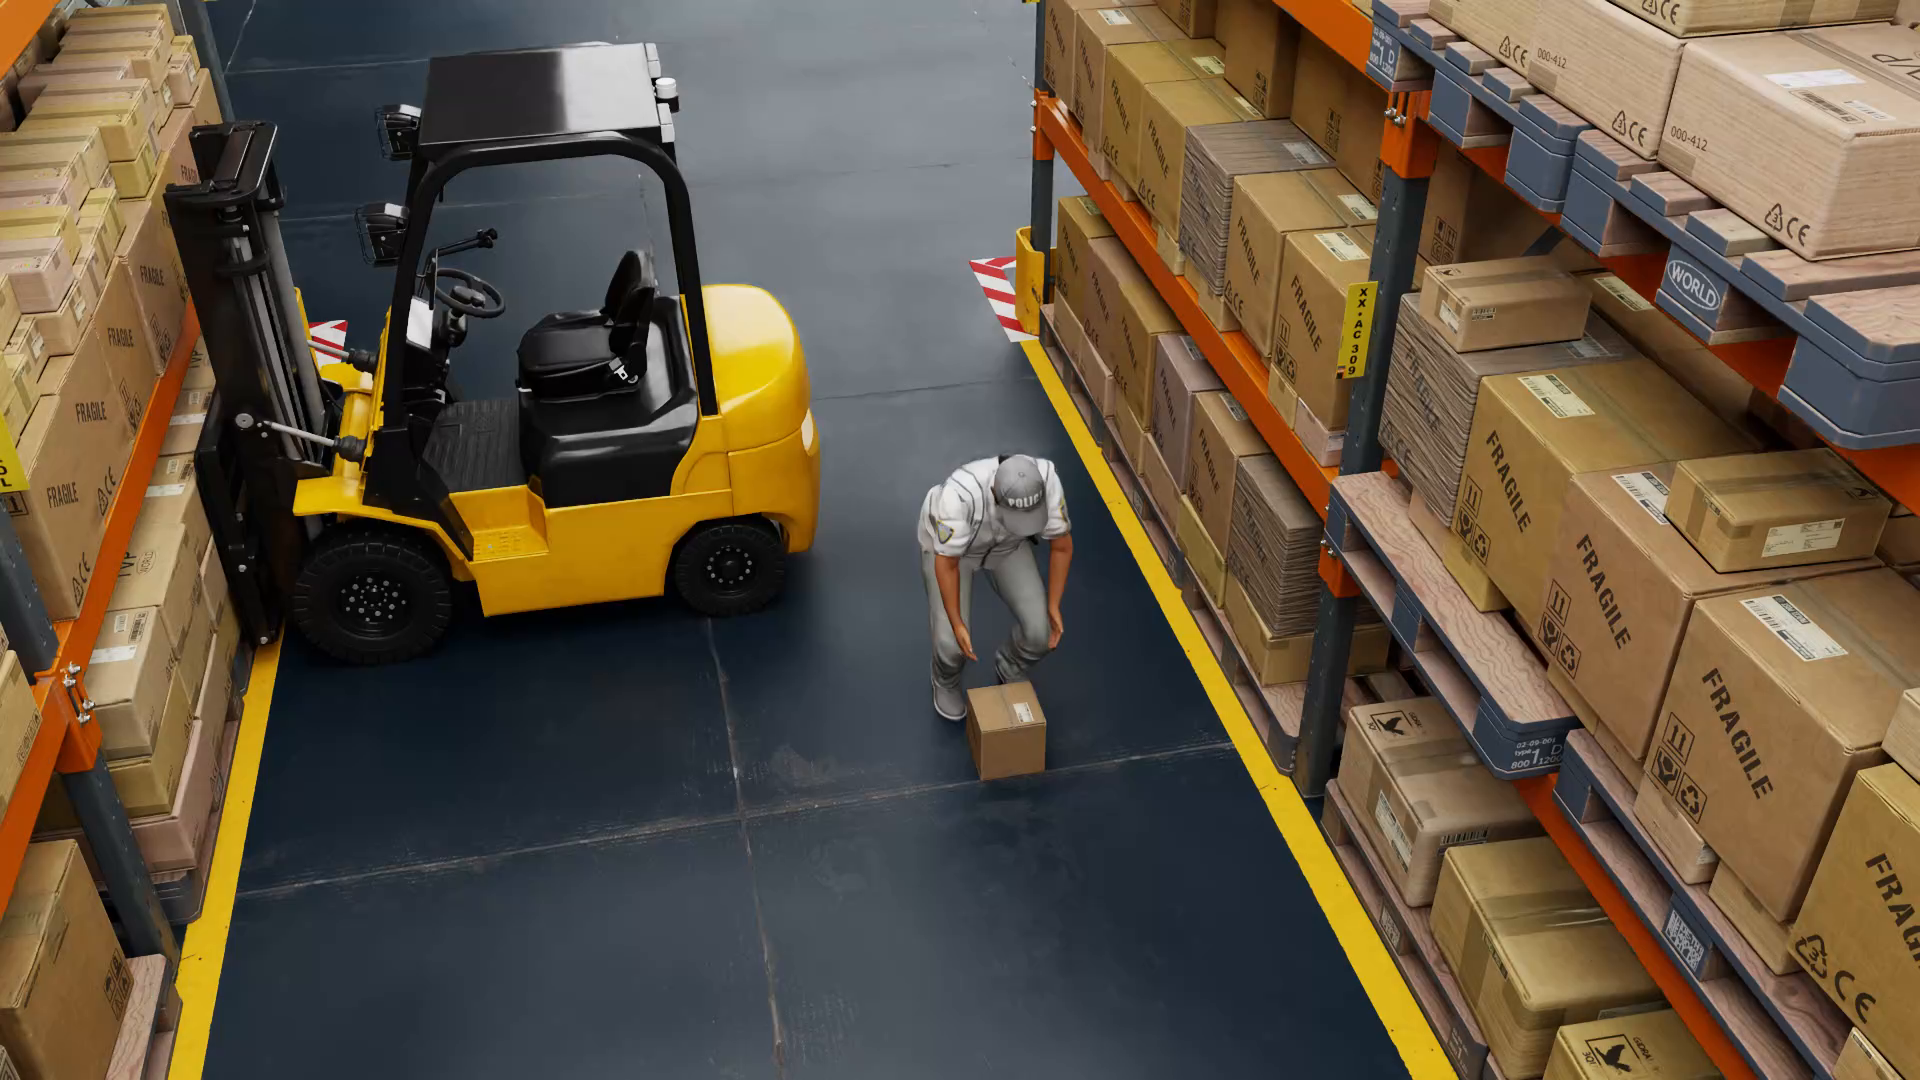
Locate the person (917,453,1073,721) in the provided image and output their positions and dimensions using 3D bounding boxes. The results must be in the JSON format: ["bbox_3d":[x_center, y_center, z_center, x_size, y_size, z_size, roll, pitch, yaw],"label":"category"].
[{"bbox_3d":[0.136,0.120,6.303,0.537,1.294,0.774,-8,35,-11],"label":"person"}]
